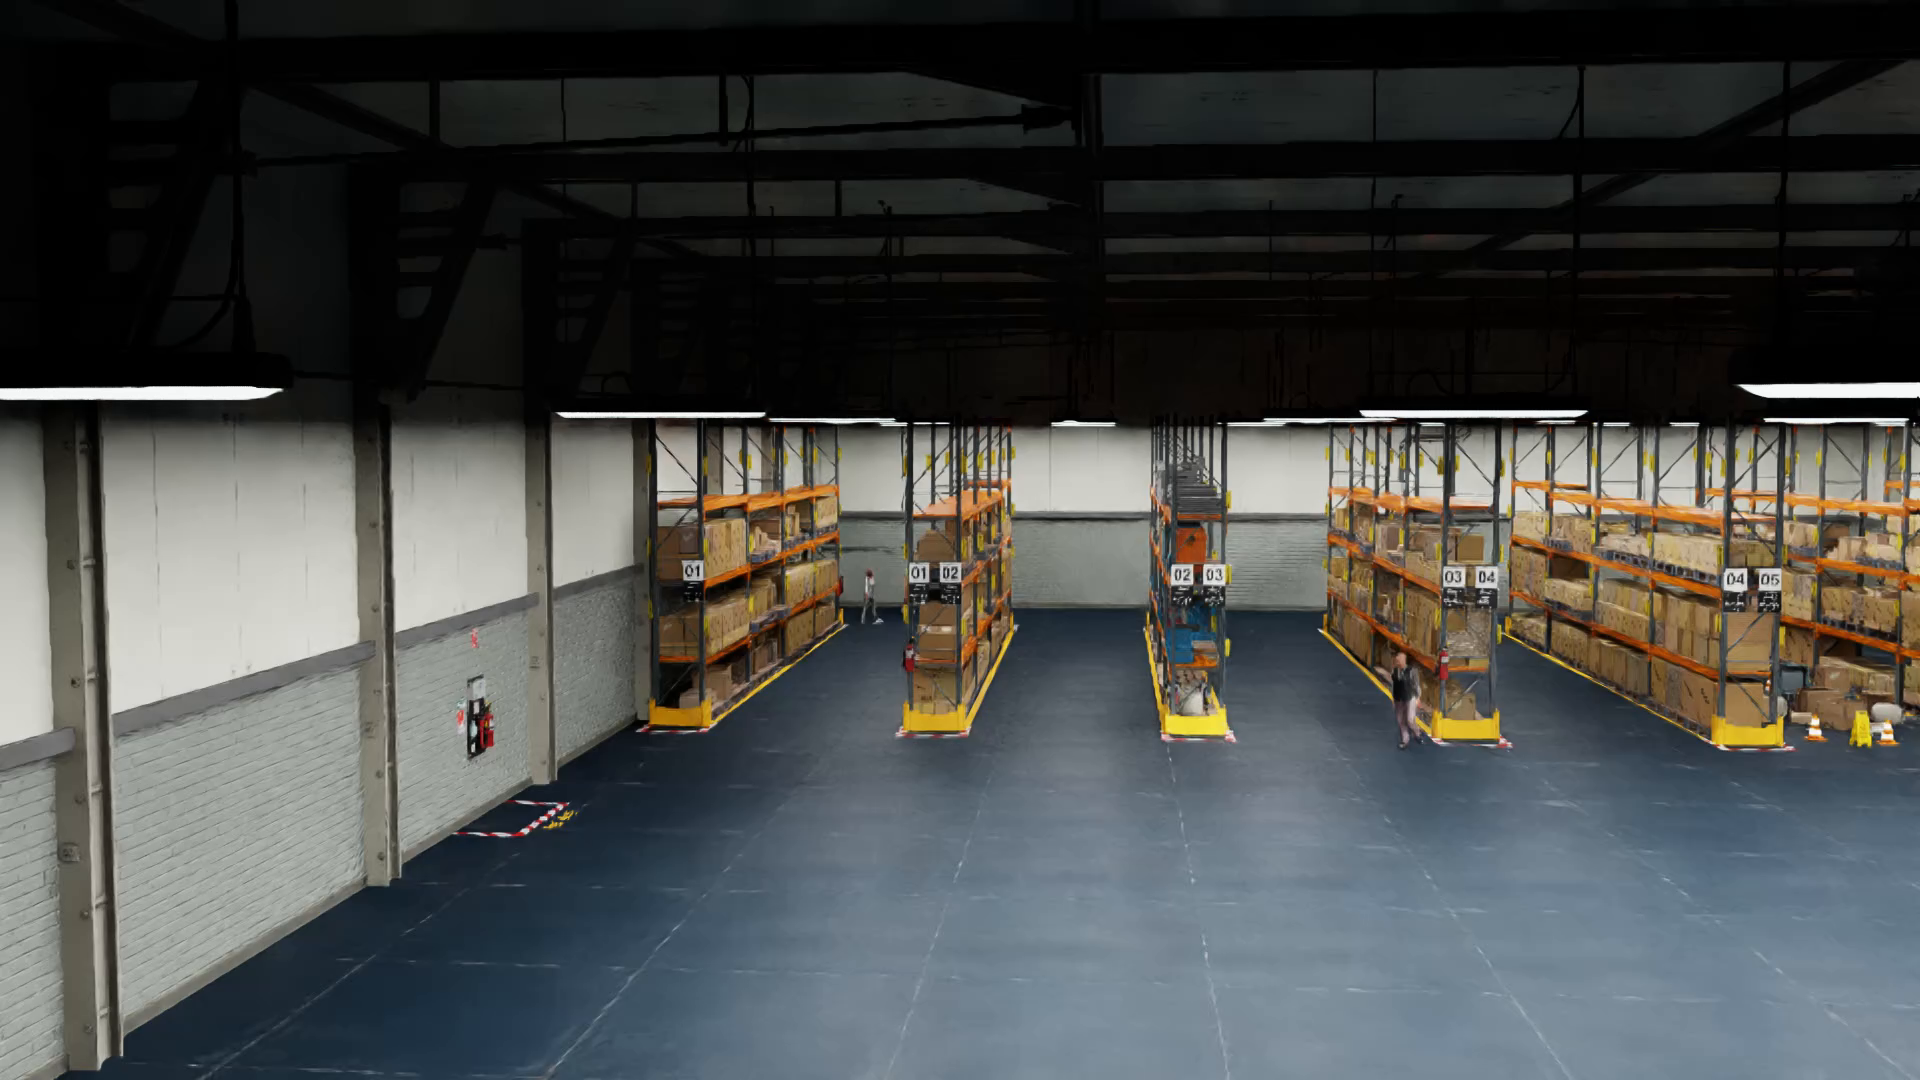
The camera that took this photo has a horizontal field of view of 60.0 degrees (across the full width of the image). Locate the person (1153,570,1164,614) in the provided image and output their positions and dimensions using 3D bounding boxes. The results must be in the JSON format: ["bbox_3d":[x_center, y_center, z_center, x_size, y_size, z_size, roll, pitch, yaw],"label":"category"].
[{"bbox_3d":[6.210,1.491,50.770,0.705,1.655,0.495,-3,5,-42],"label":"person"}]

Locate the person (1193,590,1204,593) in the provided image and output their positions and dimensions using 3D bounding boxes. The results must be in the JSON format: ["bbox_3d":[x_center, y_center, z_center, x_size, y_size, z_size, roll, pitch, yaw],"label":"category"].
[{"bbox_3d":[6.519,1.775,46.051,0.374,1.677,0.619,2,4,29],"label":"person"}]

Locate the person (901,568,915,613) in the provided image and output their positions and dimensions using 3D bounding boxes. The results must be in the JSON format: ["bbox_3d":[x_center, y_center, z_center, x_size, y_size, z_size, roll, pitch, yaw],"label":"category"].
[{"bbox_3d":[-1.582,1.426,51.635,0.506,1.659,0.534,-2,4,-31],"label":"person"}]

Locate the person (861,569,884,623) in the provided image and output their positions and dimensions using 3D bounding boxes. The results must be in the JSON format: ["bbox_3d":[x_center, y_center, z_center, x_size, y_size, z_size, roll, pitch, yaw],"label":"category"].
[{"bbox_3d":[-2.617,1.635,48.773,0.495,1.588,0.624,3,5,37],"label":"person"}]

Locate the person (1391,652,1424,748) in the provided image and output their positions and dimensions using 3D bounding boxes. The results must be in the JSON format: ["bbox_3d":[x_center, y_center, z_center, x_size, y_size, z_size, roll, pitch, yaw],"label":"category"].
[{"bbox_3d":[8.020,2.861,29.837,0.588,1.716,0.523,4,5,43],"label":"person"}]
